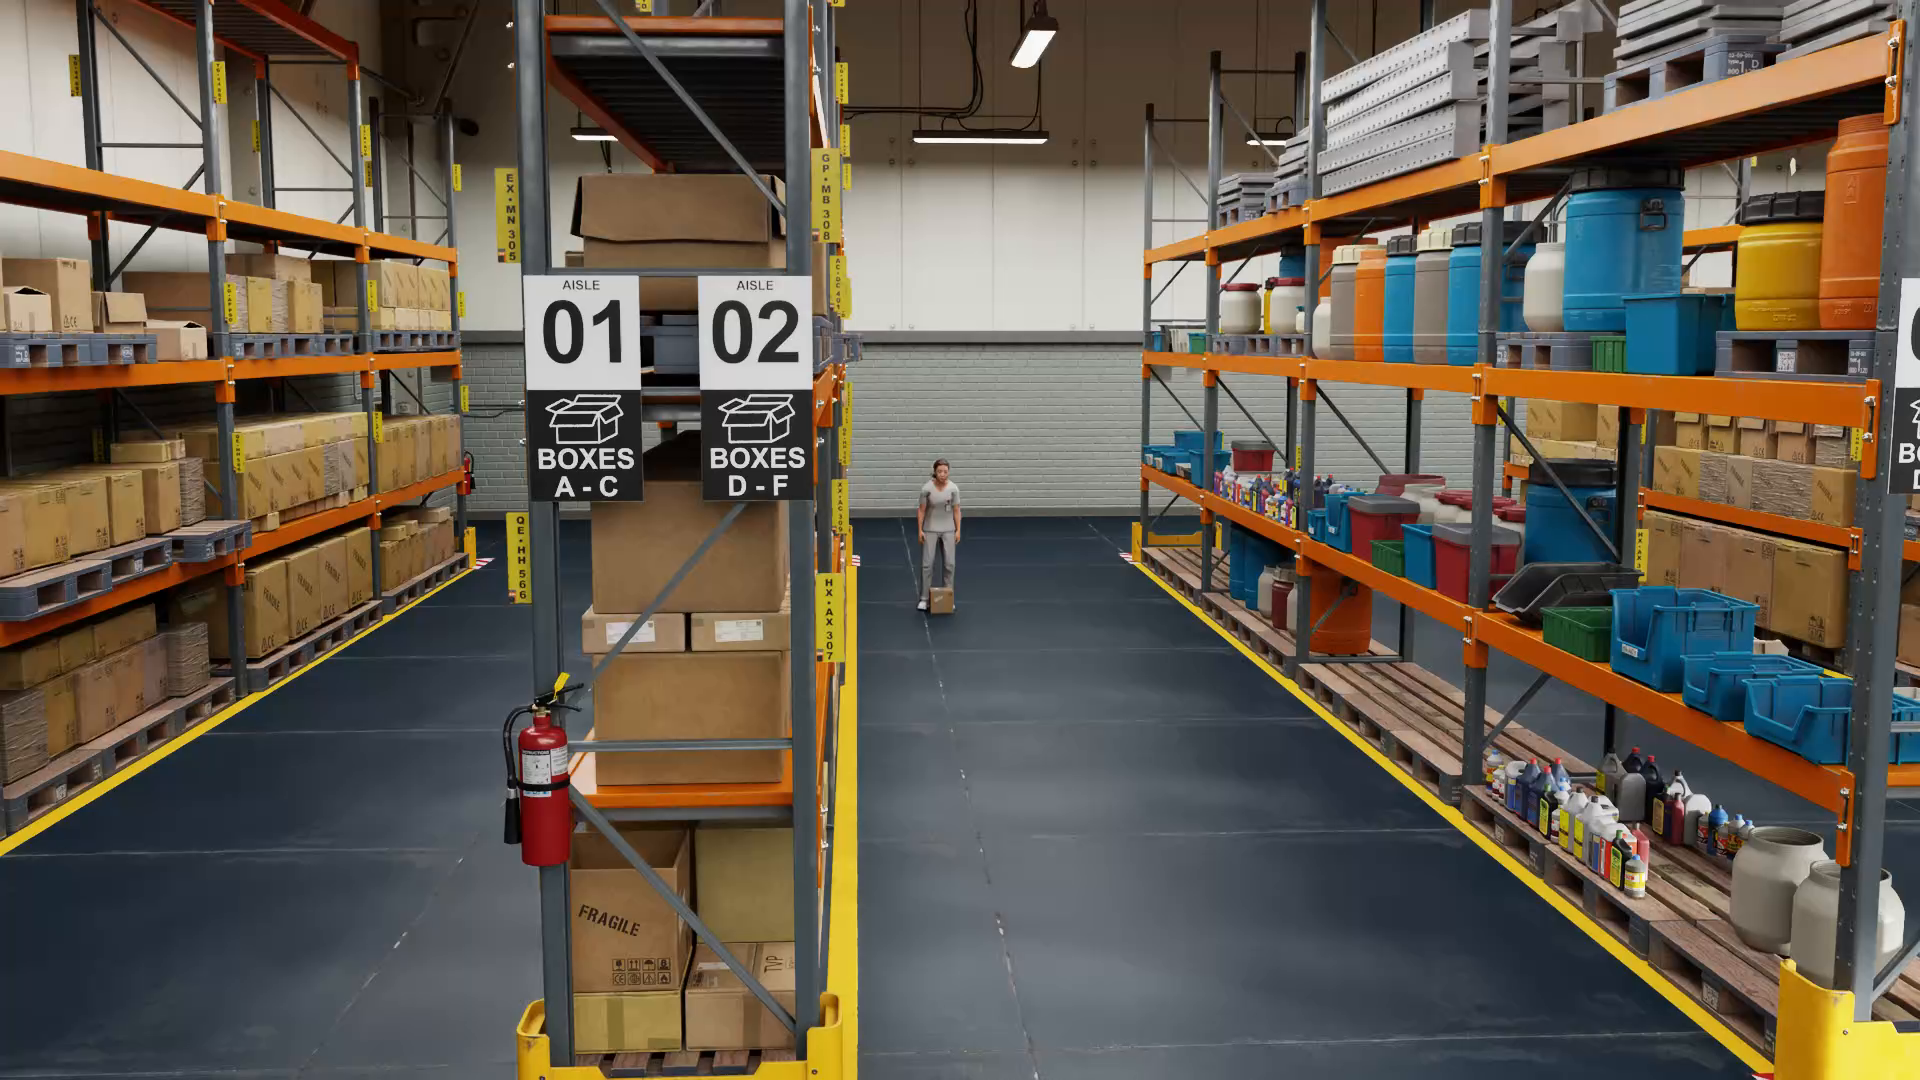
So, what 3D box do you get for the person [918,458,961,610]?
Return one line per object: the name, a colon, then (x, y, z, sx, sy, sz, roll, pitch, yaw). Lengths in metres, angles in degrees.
person: (-0.232, -0.073, 18.361, 0.499, 1.671, 0.366, -1, 7, -6)
